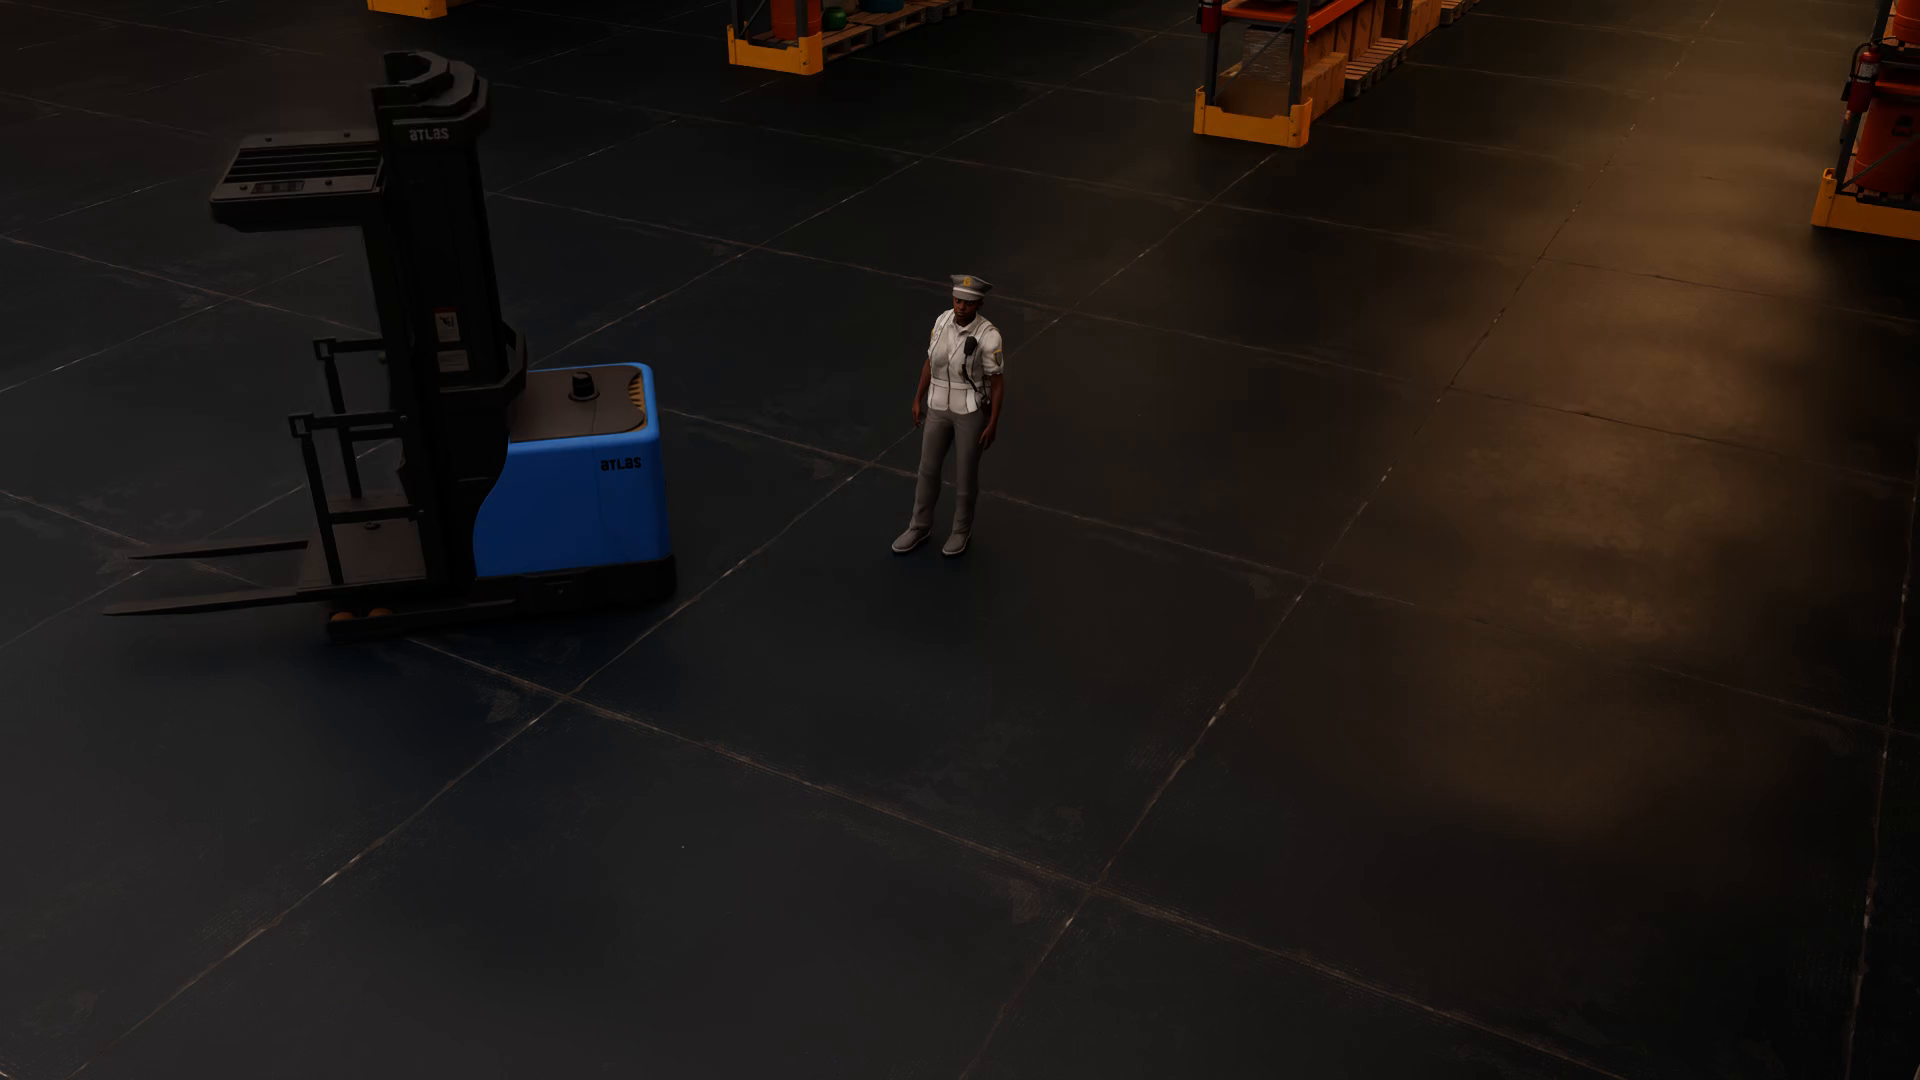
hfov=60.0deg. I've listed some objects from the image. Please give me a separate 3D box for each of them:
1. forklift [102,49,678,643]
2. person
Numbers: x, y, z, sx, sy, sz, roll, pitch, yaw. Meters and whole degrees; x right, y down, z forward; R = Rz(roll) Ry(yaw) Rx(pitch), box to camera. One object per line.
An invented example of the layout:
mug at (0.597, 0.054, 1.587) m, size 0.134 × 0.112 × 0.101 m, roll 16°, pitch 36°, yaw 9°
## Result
forklift at (-3.167, -0.998, 8.801) m, size 3.031 × 2.935 × 1.130 m, roll -6°, pitch 31°, yaw -10°
person at (-0.053, -0.712, 9.527) m, size 0.570 × 1.695 × 0.530 m, roll 15°, pitch 33°, yaw 25°
